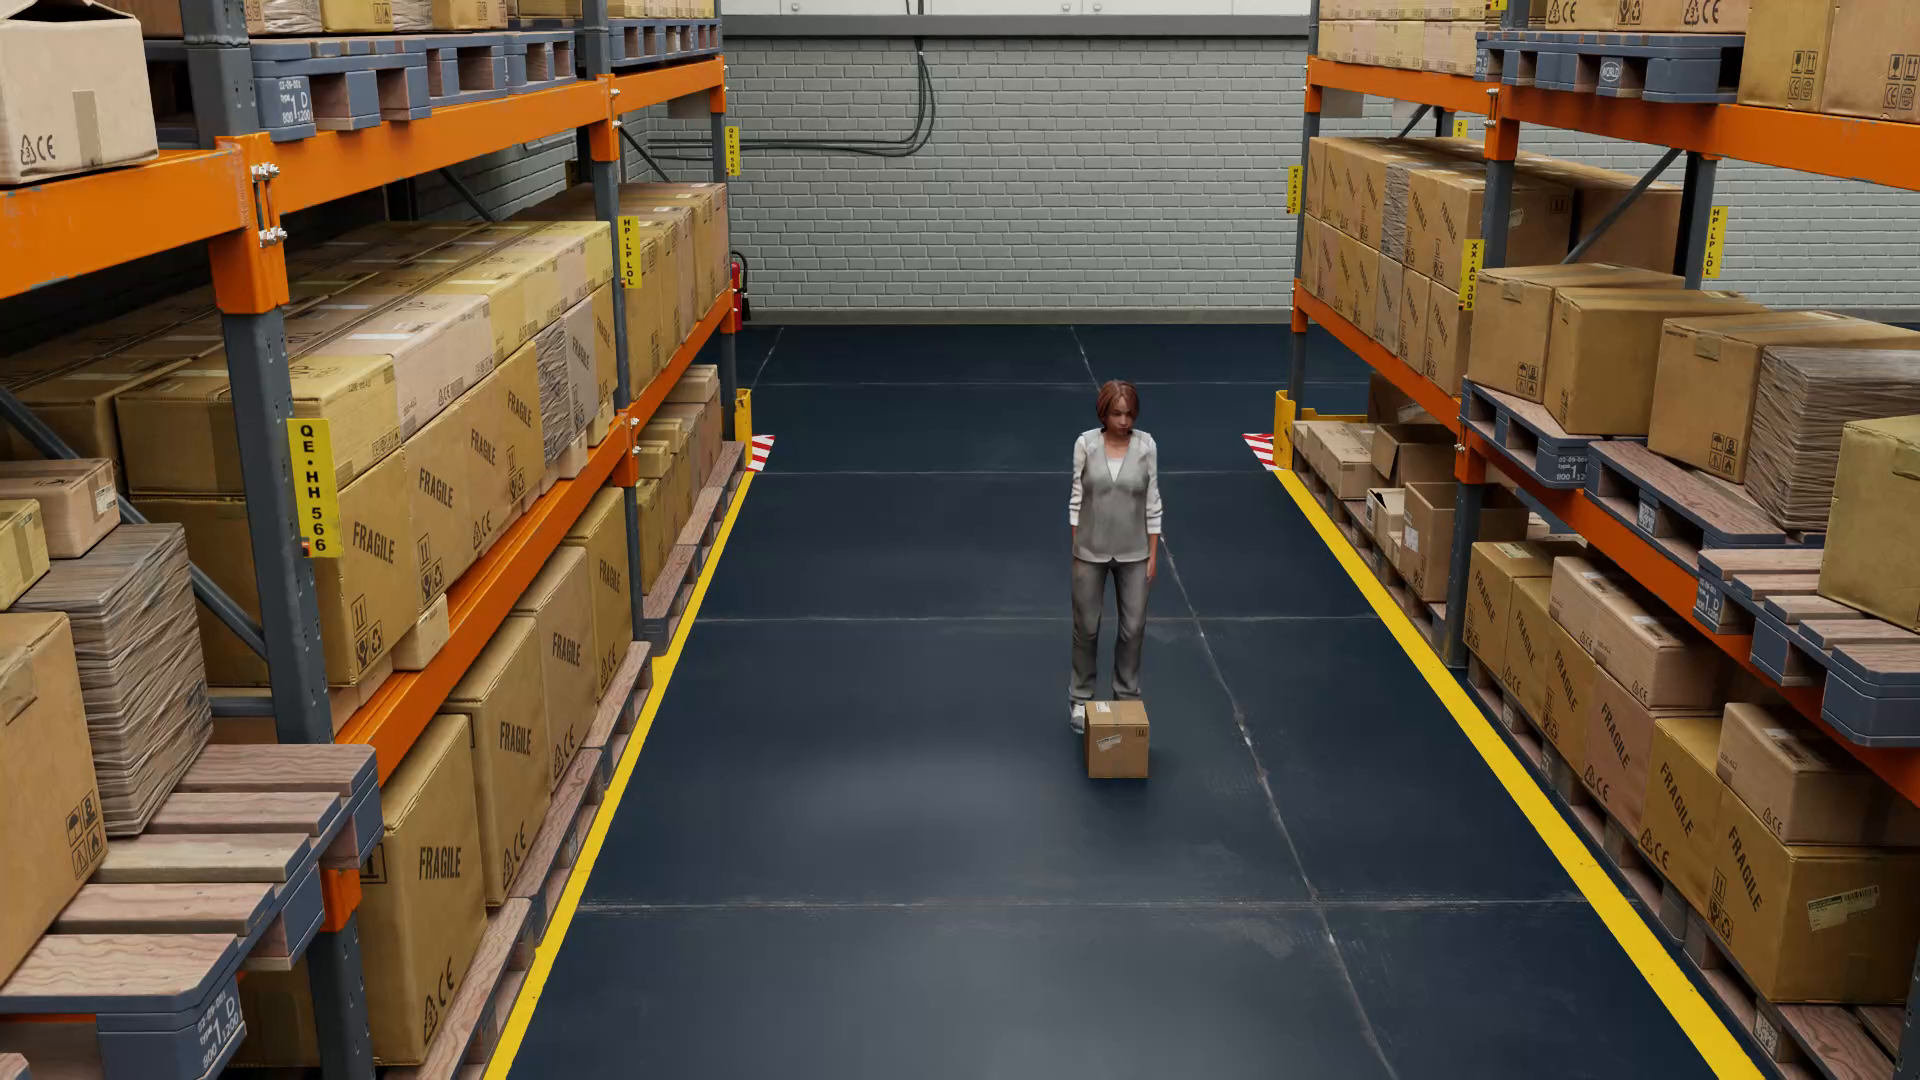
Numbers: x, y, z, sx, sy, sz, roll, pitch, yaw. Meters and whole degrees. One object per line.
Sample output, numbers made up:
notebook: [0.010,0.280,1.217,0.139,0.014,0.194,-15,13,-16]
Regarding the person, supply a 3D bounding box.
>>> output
person: [0.683,0.080,7.340,0.407,1.604,0.308,0,17,0]
